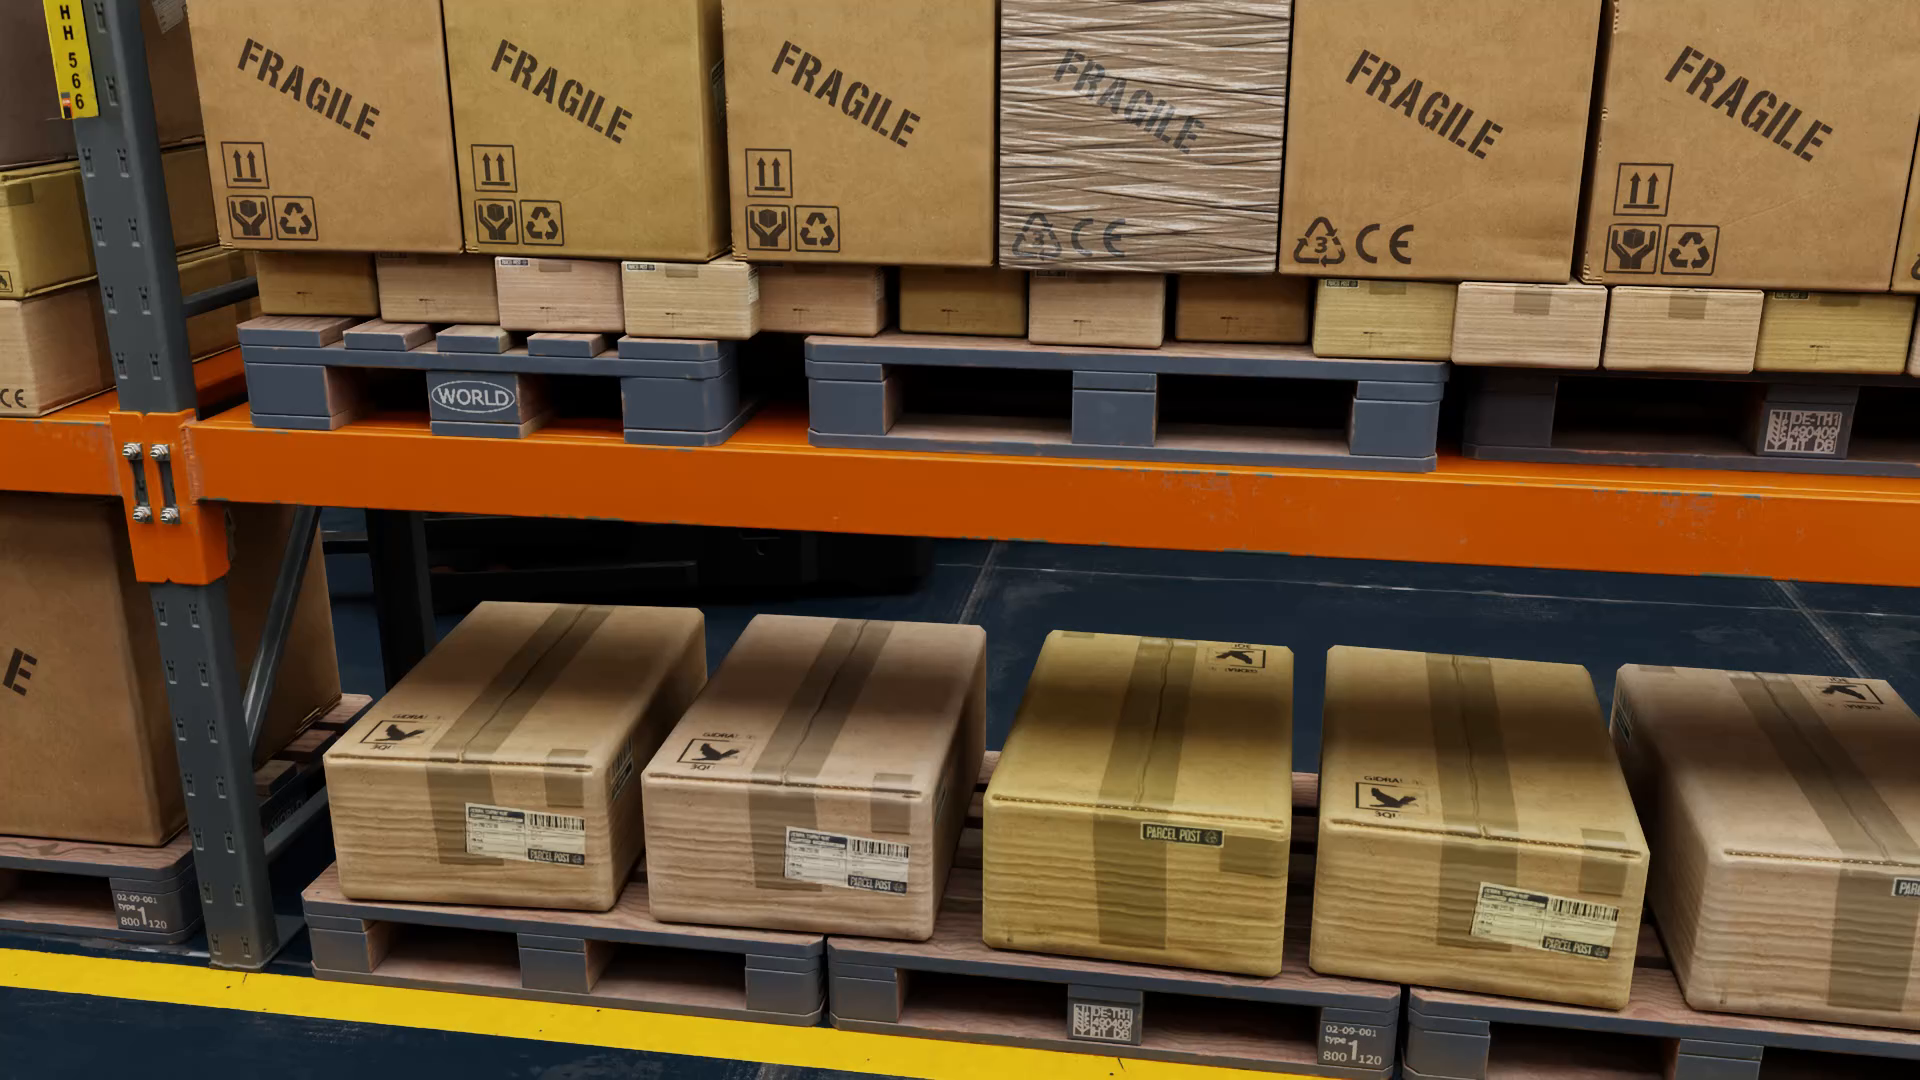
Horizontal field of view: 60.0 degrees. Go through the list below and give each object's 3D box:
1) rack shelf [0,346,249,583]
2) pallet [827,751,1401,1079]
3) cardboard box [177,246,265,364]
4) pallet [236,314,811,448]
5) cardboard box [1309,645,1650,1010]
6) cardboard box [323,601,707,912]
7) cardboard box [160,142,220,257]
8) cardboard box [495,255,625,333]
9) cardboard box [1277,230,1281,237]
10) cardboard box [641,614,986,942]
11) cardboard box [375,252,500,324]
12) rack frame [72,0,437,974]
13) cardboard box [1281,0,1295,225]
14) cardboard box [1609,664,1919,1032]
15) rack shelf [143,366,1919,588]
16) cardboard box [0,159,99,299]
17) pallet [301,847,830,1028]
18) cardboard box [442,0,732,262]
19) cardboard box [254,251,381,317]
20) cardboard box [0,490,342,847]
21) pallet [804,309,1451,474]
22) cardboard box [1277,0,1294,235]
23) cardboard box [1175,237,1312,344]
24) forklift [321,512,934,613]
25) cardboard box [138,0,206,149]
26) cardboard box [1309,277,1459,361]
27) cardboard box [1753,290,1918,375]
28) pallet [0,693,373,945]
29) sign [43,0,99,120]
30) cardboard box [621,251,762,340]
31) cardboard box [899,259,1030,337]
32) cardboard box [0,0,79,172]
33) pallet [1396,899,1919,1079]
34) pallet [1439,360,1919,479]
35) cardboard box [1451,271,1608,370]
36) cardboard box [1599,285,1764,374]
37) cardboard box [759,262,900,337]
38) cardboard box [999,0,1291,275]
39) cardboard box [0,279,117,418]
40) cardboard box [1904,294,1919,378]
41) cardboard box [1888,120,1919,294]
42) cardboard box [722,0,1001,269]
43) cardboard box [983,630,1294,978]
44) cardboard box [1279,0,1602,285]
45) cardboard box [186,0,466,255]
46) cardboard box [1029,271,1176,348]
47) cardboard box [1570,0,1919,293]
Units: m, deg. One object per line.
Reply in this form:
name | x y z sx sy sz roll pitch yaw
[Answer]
rack shelf | -3.566 -0.344 4.239 4.000 0.370 1.077 3 19 9
pallet | 0.381 0.839 3.962 1.213 0.211 1.003 3 19 9
cardboard box | -2.035 -0.617 4.157 0.500 0.250 0.500 3 19 8
pallet | -0.871 -0.491 3.847 1.003 0.211 1.213 3 19 9
cardboard box | 1.129 0.603 3.754 0.625 0.372 0.950 4 19 12
cardboard box | -1.035 0.494 4.080 0.625 0.372 0.950 2 19 5
cardboard box | -2.053 -0.854 4.076 0.500 0.250 0.500 3 19 8
cardboard box | -0.763 -0.537 3.416 0.250 0.149 0.380 2 19 5
cardboard box | 0.834 -0.635 3.708 0.250 0.149 0.380 3 19 9
cardboard box | -0.305 0.528 3.976 0.625 0.372 0.950 3 19 8
cardboard box | -1.026 -0.566 3.500 0.250 0.149 0.380 2 19 5
rack frame | -1.591 -0.585 3.824 0.127 3.000 1.000 3 19 9
cardboard box | 0.960 -0.939 3.593 0.500 0.500 0.500 3 19 8
cardboard box | 1.840 0.638 3.649 0.625 0.372 0.950 3 19 9
rack shelf | 0.383 -0.143 3.637 4.000 0.370 1.077 3 19 9
cardboard box | -2.110 -0.696 3.603 0.500 0.250 0.500 3 19 8
pallet | -0.820 0.777 4.147 1.213 0.211 1.003 3 19 9
cardboard box | -0.668 -0.853 3.338 0.500 0.500 0.500 4 19 11
cardboard box | -1.300 -0.590 3.574 0.250 0.149 0.380 2 19 5
cardboard box | -2.260 0.163 4.276 0.875 0.875 0.875 3 19 8
pallet | 0.370 -0.407 3.595 1.213 0.211 1.003 3 19 9
cardboard box | 0.451 -0.961 3.661 0.500 0.500 0.500 2 19 6
cardboard box | 0.557 -0.504 3.317 0.250 0.149 0.380 2 19 7
forklift | -1.651 -1.302 6.076 3.031 2.935 1.130 -2 19 -6
cardboard box | -2.040 -1.208 3.952 0.500 0.500 0.500 2 19 7
cardboard box | 0.801 -0.459 3.181 0.250 0.149 0.380 3 19 9
cardboard box | 1.549 -0.422 3.070 0.250 0.149 0.380 2 19 7
pallet | -2.358 0.674 4.455 1.213 0.211 1.003 3 19 9
sign | -1.676 -0.960 3.120 0.005 0.325 0.100 3 19 9
cardboard box | -0.495 -0.517 3.355 0.250 0.149 0.380 3 19 9
cardboard box | 0.040 -0.527 3.386 0.250 0.149 0.380 4 19 11
cardboard box | -2.143 -1.051 3.482 0.500 0.500 0.500 2 19 7
pallet | 1.589 0.900 3.780 1.213 0.211 1.003 3 19 9
pallet | 1.626 -0.377 3.504 1.213 0.211 1.003 3 19 9
cardboard box | 1.036 -0.435 3.111 0.250 0.149 0.380 3 19 9
cardboard box | 1.288 -0.424 3.076 0.250 0.149 0.380 3 19 8
cardboard box | -0.245 -0.529 3.392 0.250 0.149 0.380 4 19 12
cardboard box | 0.350 -0.801 3.182 0.500 0.500 0.500 2 19 7
cardboard box | -2.132 -0.458 3.680 0.500 0.250 0.500 2 19 7
cardboard box | 1.806 -0.403 3.014 0.250 0.149 0.380 3 19 9
cardboard box | 1.865 -0.723 2.947 0.500 0.500 0.500 3 19 8
cardboard box | -0.143 -0.829 3.264 0.500 0.500 0.500 3 19 10
cardboard box | 0.443 0.568 3.857 0.625 0.372 0.950 4 19 10
cardboard box | 0.867 -0.775 3.104 0.500 0.500 0.500 4 19 11
cardboard box | -1.184 -0.877 3.410 0.500 0.500 0.500 2 19 7
cardboard box | 0.288 -0.494 3.285 0.250 0.149 0.380 4 19 10
cardboard box | 1.376 -0.747 3.020 0.500 0.500 0.500 3 19 9
